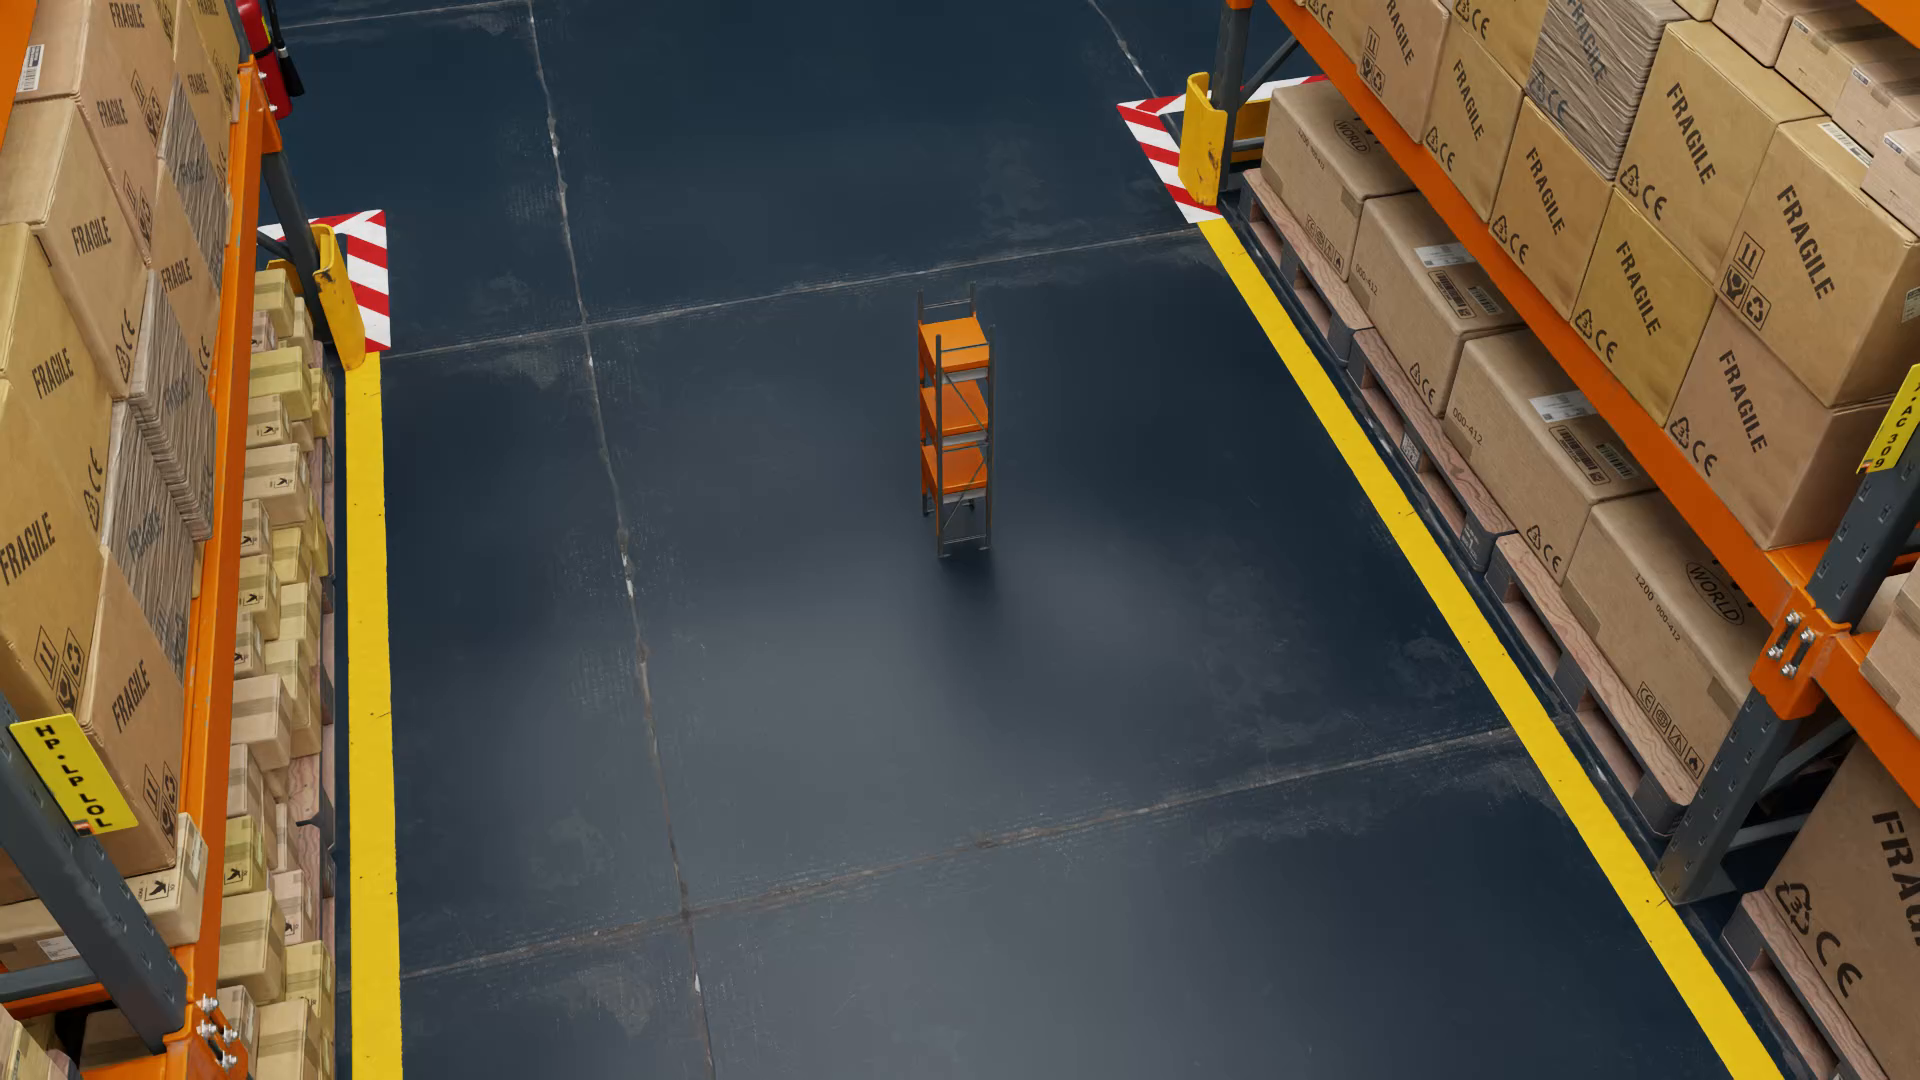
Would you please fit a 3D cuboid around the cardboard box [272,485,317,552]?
[{"bbox_3d":[-2.425,-0.062,5.704,0.380,0.149,0.250,-10,46,-10],"label":"cardboard box"}]

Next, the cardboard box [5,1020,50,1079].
[{"bbox_3d":[-1.799,1.003,2.841,0.380,0.149,0.250,-9,46,-9],"label":"cardboard box"}]

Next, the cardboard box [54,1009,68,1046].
[{"bbox_3d":[-2.561,1.330,4.340,0.380,0.149,0.250,-13,47,-12],"label":"cardboard box"}]

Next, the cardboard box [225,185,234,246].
[{"bbox_3d":[-2.565,-1.052,5.357,0.380,0.149,0.250,-10,46,-9],"label":"cardboard box"}]

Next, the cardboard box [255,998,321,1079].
[{"bbox_3d":[-1.875,1.365,4.306,0.380,0.149,0.250,-9,46,-8],"label":"cardboard box"}]

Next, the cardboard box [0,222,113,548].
[{"bbox_3d":[-2.119,-0.273,3.439,0.500,0.500,0.500,-12,47,-12],"label":"cardboard box"}]

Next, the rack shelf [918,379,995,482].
[{"bbox_3d":[-0.014,-0.397,5.919,0.215,0.259,0.240,-11,47,-10],"label":"rack shelf"}]

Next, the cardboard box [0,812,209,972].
[{"bbox_3d":[-1.848,0.760,3.581,0.380,0.149,0.250,-9,46,-9],"label":"cardboard box"}]

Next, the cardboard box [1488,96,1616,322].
[{"bbox_3d":[2.022,-1.055,5.113,0.500,0.500,0.500,-11,47,-11],"label":"cardboard box"}]

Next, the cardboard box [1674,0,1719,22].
[{"bbox_3d":[2.083,-1.528,4.423,0.380,0.149,0.250,-11,47,-11],"label":"cardboard box"}]

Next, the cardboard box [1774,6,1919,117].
[{"bbox_3d":[2.264,-1.190,4.092,0.380,0.149,0.250,-11,47,-10],"label":"cardboard box"}]

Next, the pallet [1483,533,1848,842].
[{"bbox_3d":[2.548,0.389,5.721,1.003,0.211,1.213,-11,47,-10],"label":"pallet"}]

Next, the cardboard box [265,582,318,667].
[{"bbox_3d":[-2.280,0.304,5.346,0.380,0.149,0.250,-10,46,-10],"label":"cardboard box"}]

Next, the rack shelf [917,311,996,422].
[{"bbox_3d":[-0.014,-0.596,5.716,0.215,0.259,0.240,-11,47,-10],"label":"rack shelf"}]

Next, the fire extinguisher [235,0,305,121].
[{"bbox_3d":[-2.734,-1.935,6.361,0.296,0.674,0.183,-11,47,-10],"label":"fire extinguisher"}]

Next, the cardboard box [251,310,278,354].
[{"bbox_3d":[-2.727,-0.689,6.110,0.380,0.149,0.250,-10,46,-10],"label":"cardboard box"}]

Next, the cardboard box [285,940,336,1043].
[{"bbox_3d":[-1.943,1.284,4.593,0.380,0.149,0.250,-9,46,-9],"label":"cardboard box"}]

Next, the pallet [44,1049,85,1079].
[{"bbox_3d":[-2.037,1.549,2.766,1.003,0.211,1.213,-11,47,-10],"label":"pallet"}]

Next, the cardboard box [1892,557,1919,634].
[{"bbox_3d":[2.507,0.185,3.723,0.500,0.250,0.500,-12,47,-11],"label":"cardboard box"}]

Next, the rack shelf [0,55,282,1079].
[{"bbox_3d":[-2.604,-0.202,4.851,1.077,0.370,4.000,-11,47,-10],"label":"rack shelf"}]

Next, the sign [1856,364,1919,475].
[{"bbox_3d":[2.131,-0.276,3.758,0.100,0.325,0.005,-11,47,-10],"label":"sign"}]

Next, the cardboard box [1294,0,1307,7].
[{"bbox_3d":[1.489,-2.460,6.491,0.500,0.500,0.500,-11,47,-11],"label":"cardboard box"}]

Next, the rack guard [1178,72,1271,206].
[{"bbox_3d":[1.637,-1.951,7.812,1.175,0.500,0.348,-11,47,-10],"label":"rack guard"}]

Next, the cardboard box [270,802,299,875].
[{"bbox_3d":[-2.170,0.956,4.915,0.380,0.149,0.250,-12,47,-11],"label":"cardboard box"}]

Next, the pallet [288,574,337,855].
[{"bbox_3d":[-2.614,0.602,5.512,1.003,0.211,1.213,-11,47,-10],"label":"pallet"}]

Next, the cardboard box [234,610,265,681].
[{"bbox_3d":[-2.330,0.388,5.055,0.380,0.149,0.250,-12,47,-12],"label":"cardboard box"}]

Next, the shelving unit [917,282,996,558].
[{"bbox_3d":[-0.014,-0.404,5.911,0.215,1.050,0.252,-11,47,-10],"label":"shelving unit"}]

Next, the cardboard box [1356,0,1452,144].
[{"bbox_3d":[1.758,-1.762,5.806,0.500,0.500,0.500,-11,47,-11],"label":"cardboard box"}]

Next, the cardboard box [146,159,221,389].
[{"bbox_3d":[-2.368,-0.659,4.518,0.500,0.500,0.500,-9,46,-8],"label":"cardboard box"}]

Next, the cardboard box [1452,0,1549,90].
[{"bbox_3d":[1.898,-1.757,5.102,0.500,0.500,0.500,-11,47,-10],"label":"cardboard box"}]

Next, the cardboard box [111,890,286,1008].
[{"bbox_3d":[-1.993,1.093,4.364,0.380,0.149,0.250,-9,46,-8],"label":"cardboard box"}]

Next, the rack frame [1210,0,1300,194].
[{"bbox_3d":[1.643,-2.809,6.903,1.000,3.000,0.127,-11,47,-10],"label":"rack frame"}]

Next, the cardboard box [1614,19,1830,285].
[{"bbox_3d":[2.158,-1.060,4.418,0.500,0.500,0.500,-11,47,-11],"label":"cardboard box"}]

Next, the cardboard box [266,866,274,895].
[{"bbox_3d":[-2.124,1.045,4.619,0.380,0.149,0.250,-11,47,-11],"label":"cardboard box"}]

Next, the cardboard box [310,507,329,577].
[{"bbox_3d":[-2.430,0.032,5.821,0.380,0.149,0.250,-13,47,-12],"label":"cardboard box"}]

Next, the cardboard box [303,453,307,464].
[{"bbox_3d":[-2.631,-0.301,6.147,0.380,0.149,0.250,-11,47,-11],"label":"cardboard box"}]

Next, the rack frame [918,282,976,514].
[{"bbox_3d":[-0.045,-0.489,5.994,0.200,1.050,0.008,-11,47,-10],"label":"rack frame"}]

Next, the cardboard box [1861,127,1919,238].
[{"bbox_3d":[2.281,-0.814,3.723,0.380,0.149,0.250,-12,47,-11],"label":"cardboard box"}]

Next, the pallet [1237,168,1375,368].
[{"bbox_3d":[1.924,-1.295,7.372,1.003,0.211,1.213,-11,47,-10],"label":"pallet"}]

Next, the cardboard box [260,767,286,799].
[{"bbox_3d":[-2.238,0.664,4.993,0.380,0.149,0.250,-9,46,-8],"label":"cardboard box"}]

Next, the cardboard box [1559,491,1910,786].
[{"bbox_3d":[2.610,0.249,5.406,0.875,0.438,0.875,-11,47,-11],"label":"cardboard box"}]

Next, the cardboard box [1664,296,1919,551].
[{"bbox_3d":[2.302,-0.356,4.429,0.500,0.500,0.500,-10,46,-10],"label":"cardboard box"}]

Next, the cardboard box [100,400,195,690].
[{"bbox_3d":[-2.109,0.060,3.813,0.500,0.500,0.500,-11,47,-10],"label":"cardboard box"}]

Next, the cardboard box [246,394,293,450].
[{"bbox_3d":[-2.532,-0.343,5.771,0.380,0.149,0.250,-12,47,-12],"label":"cardboard box"}]

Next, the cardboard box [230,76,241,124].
[{"bbox_3d":[-2.759,-1.573,5.867,0.380,0.149,0.250,-11,47,-10],"label":"cardboard box"}]

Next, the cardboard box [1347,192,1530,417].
[{"bbox_3d":[2.151,-0.992,6.622,0.875,0.438,0.875,-10,46,-9],"label":"cardboard box"}]

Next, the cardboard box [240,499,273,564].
[{"bbox_3d":[-2.450,0.035,5.401,0.380,0.149,0.250,-12,47,-12],"label":"cardboard box"}]

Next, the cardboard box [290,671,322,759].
[{"bbox_3d":[-2.246,0.580,5.284,0.380,0.149,0.250,-12,47,-11],"label":"cardboard box"}]

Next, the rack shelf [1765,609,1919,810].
[{"bbox_3d":[3.179,1.585,3.100,1.077,0.370,4.000,-11,47,-10],"label":"rack shelf"}]

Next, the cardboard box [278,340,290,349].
[{"bbox_3d":[-2.690,-0.585,6.217,0.380,0.149,0.250,-12,47,-11],"label":"cardboard box"}]

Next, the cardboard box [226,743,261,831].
[{"bbox_3d":[-2.194,0.752,4.699,0.380,0.149,0.250,-12,47,-11],"label":"cardboard box"}]

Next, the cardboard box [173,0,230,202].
[{"bbox_3d":[-2.625,-1.354,5.198,0.500,0.500,0.500,-11,47,-11],"label":"cardboard box"}]

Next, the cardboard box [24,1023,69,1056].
[{"bbox_3d":[-2.435,1.372,4.091,0.380,0.149,0.250,-9,46,-9],"label":"cardboard box"}]

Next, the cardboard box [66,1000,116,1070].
[{"bbox_3d":[-2.507,1.375,4.504,0.380,0.149,0.250,-10,46,-9],"label":"cardboard box"}]

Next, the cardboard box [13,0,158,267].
[{"bbox_3d":[-2.348,-0.981,4.133,0.500,0.500,0.500,-12,47,-12],"label":"cardboard box"}]

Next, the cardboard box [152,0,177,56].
[{"bbox_3d":[-2.629,-1.703,4.841,0.500,0.500,0.500,-12,47,-12],"label":"cardboard box"}]
